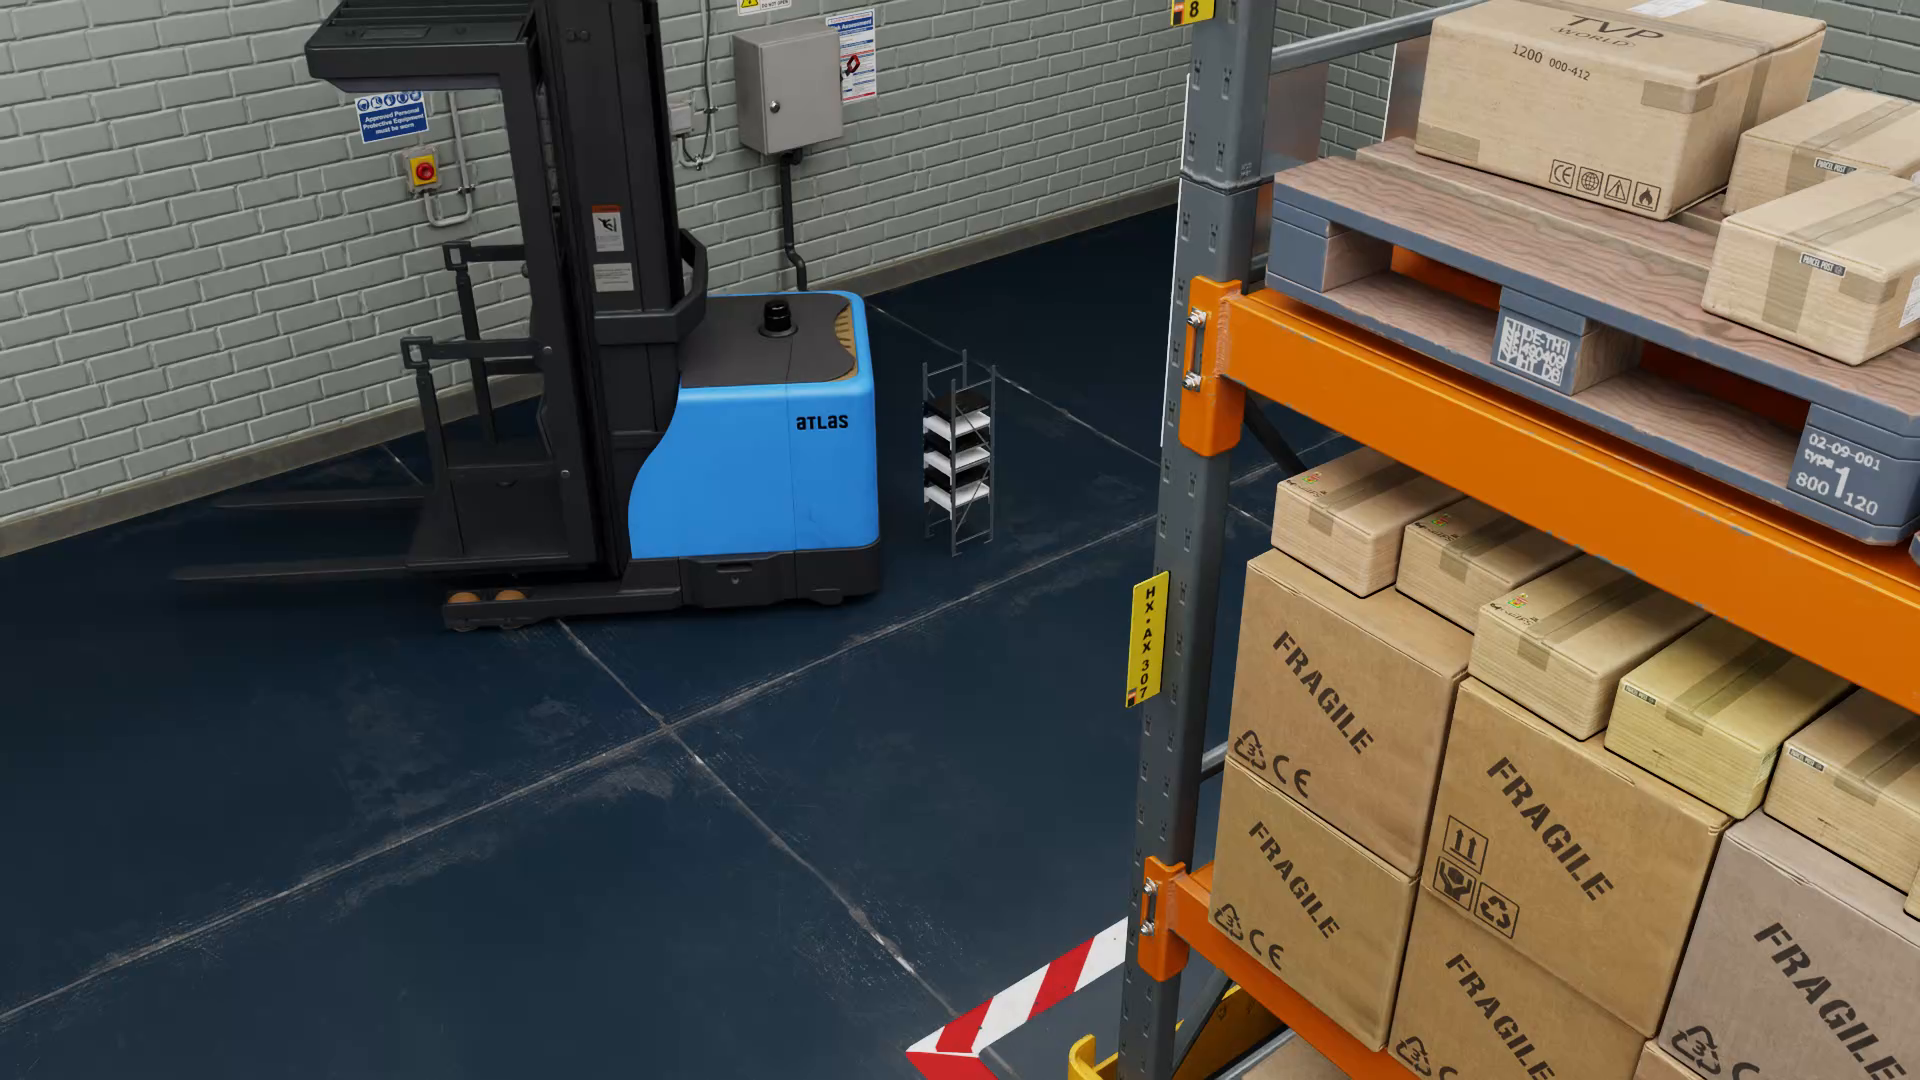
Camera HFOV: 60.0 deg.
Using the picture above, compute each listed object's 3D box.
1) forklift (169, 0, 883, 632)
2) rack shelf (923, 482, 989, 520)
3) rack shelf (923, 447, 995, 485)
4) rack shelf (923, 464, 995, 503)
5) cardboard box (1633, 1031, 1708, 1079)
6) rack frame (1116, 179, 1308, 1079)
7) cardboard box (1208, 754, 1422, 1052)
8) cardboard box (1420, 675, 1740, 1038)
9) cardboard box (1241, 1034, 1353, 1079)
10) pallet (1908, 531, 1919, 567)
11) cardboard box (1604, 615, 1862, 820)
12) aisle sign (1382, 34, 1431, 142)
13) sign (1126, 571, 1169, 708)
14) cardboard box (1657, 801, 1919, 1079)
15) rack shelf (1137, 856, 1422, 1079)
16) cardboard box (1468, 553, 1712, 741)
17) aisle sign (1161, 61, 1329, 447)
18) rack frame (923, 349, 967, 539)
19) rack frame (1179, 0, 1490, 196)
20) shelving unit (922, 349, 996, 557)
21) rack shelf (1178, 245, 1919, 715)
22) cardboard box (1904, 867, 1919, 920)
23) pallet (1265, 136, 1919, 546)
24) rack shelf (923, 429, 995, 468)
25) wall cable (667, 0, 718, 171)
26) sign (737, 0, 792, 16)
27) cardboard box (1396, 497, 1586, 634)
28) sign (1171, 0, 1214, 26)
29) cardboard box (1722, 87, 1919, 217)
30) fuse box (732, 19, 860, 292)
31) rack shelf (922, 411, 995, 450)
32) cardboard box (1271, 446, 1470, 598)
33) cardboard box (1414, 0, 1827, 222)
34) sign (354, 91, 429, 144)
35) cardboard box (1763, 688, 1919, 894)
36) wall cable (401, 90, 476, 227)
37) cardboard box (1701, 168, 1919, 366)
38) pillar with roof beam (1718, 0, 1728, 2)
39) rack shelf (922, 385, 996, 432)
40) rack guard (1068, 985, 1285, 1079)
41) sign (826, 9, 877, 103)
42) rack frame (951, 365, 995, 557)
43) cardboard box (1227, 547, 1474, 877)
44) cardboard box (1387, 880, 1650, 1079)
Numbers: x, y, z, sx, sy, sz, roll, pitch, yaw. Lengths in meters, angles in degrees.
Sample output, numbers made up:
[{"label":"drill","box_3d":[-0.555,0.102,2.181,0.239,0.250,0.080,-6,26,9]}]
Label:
[{"label":"forklift","box_3d":[-1.888,-1.146,6.817,3.031,2.935,1.130,-3,32,-5]},{"label":"rack shelf","box_3d":[-0.005,-0.204,7.631,0.258,0.077,0.200,-22,38,-31]},{"label":"rack shelf","box_3d":[-0.005,-0.357,7.536,0.258,0.077,0.200,-22,38,-31]},{"label":"rack shelf","box_3d":[-0.005,-0.281,7.583,0.258,0.077,0.200,-22,38,-31]},{"label":"cardboard box","box_3d":[1.551,1.116,3.016,0.500,0.500,0.500,-23,38,-32]},{"label":"rack frame","box_3d":[0.853,0.446,4.189,1.000,3.000,0.127,-22,38,-31]},{"label":"cardboard box","box_3d":[0.921,0.696,3.691,0.500,0.500,0.500,-23,38,-32]},{"label":"cardboard box","box_3d":[1.245,0.484,3.085,0.500,0.500,0.500,-23,39,-33]},{"label":"cardboard box","box_3d":[1.337,1.599,4.364,0.875,0.438,0.875,-24,39,-33]},{"label":"pallet","box_3d":[2.069,0.024,2.110,1.003,0.211,1.213,-22,38,-31]},{"label":"cardboard box","box_3d":[1.314,0.276,2.805,0.380,0.149,0.250,-24,39,-33]},{"label":"aisle sign","box_3d":[1.054,-0.789,3.713,0.394,0.787,0.004,-22,38,-31]},{"label":"sign","box_3d":[0.411,0.221,3.655,0.100,0.325,0.005,-22,38,-31]},{"label":"cardboard box","box_3d":[1.567,0.696,2.744,0.500,0.500,0.500,-23,38,-32]},{"label":"rack shelf","box_3d":[2.080,1.585,3.037,1.077,0.370,4.000,-22,38,-31]},{"label":"cardboard box","box_3d":[1.138,0.172,2.972,0.380,0.149,0.250,-21,38,-30]},{"label":"aisle sign","box_3d":[0.580,-0.595,3.400,0.394,0.787,0.004,-22,38,-31]},{"label":"rack frame","box_3d":[-0.067,-0.428,7.586,0.240,0.900,0.006,-22,38,-31]},{"label":"rack frame","box_3d":[0.853,-2.103,2.606,1.000,3.000,0.127,-22,38,-31]},{"label":"shelving unit","box_3d":[-0.005,-0.386,7.518,0.258,0.900,0.210,-22,38,-31]},{"label":"rack shelf","box_3d":[2.080,0.311,2.245,1.077,0.370,4.000,-22,38,-31]},{"label":"cardboard box","box_3d":[1.636,0.486,2.467,0.380,0.149,0.250,-22,38,-31]},{"label":"pallet","box_3d":[1.316,-0.485,2.929,1.003,0.211,1.213,-22,38,-31]},{"label":"rack shelf","box_3d":[-0.005,-0.434,7.488,0.258,0.077,0.200,-22,38,-31]},{"label":"wall cable","box_3d":[-1.510,-2.792,8.439,0.588,1.984,0.122,-22,38,-31]},{"label":"sign","box_3d":[-1.045,-2.935,8.849,0.339,0.242,0.001,-22,38,-31]},{"label":"cardboard box","box_3d":[1.069,0.027,3.207,0.380,0.149,0.250,-21,38,-30]},{"label":"sign","box_3d":[0.411,-1.056,2.861,0.100,0.325,0.005,-22,38,-31]},{"label":"cardboard box","box_3d":[1.521,-0.635,2.832,0.380,0.149,0.250,-26,40,-35]},{"label":"fuse box","box_3d":[-0.874,-1.968,9.297,0.539,1.711,0.414,-22,38,-31]},{"label":"rack shelf","box_3d":[-0.005,-0.510,7.441,0.258,0.077,0.200,-22,38,-31]},{"label":"cardboard box","box_3d":[0.852,-0.059,3.345,0.380,0.149,0.250,-21,38,-30]},{"label":"cardboard box","box_3d":[1.200,-0.827,3.045,0.500,0.250,0.500,-26,40,-36]},{"label":"sign","box_3d":[-2.699,-2.021,7.905,0.327,0.218,0.001,-22,38,-31]},{"label":"cardboard box","box_3d":[1.516,0.368,2.657,0.380,0.149,0.250,-22,38,-31]},{"label":"wall cable","box_3d":[-2.623,-2.342,7.684,0.585,1.953,0.123,-22,38,-31]},{"label":"cardboard box","box_3d":[1.339,-0.415,2.477,0.380,0.149,0.250,-21,37,-30]},{"label":"pillar with roof beam","box_3d":[0.430,-3.733,5.231,9.100,9.000,0.400,-22,38,-31]},{"label":"rack shelf","box_3d":[-0.005,-0.587,7.393,0.258,0.077,0.200,-22,38,-31]},{"label":"rack guard","box_3d":[0.839,1.498,4.865,1.175,0.500,0.348,-22,38,-31]},{"label":"sign","box_3d":[-0.611,-2.721,9.378,0.329,0.494,0.001,-22,38,-31]},{"label":"rack frame","box_3d":[0.057,-0.343,7.450,0.240,0.900,0.006,-22,38,-31]},{"label":"cardboard box","box_3d":[0.923,0.271,3.428,0.500,0.500,0.500,-23,39,-32]},{"label":"cardboard box","box_3d":[1.253,0.898,3.366,0.500,0.500,0.500,-23,38,-32]}]
